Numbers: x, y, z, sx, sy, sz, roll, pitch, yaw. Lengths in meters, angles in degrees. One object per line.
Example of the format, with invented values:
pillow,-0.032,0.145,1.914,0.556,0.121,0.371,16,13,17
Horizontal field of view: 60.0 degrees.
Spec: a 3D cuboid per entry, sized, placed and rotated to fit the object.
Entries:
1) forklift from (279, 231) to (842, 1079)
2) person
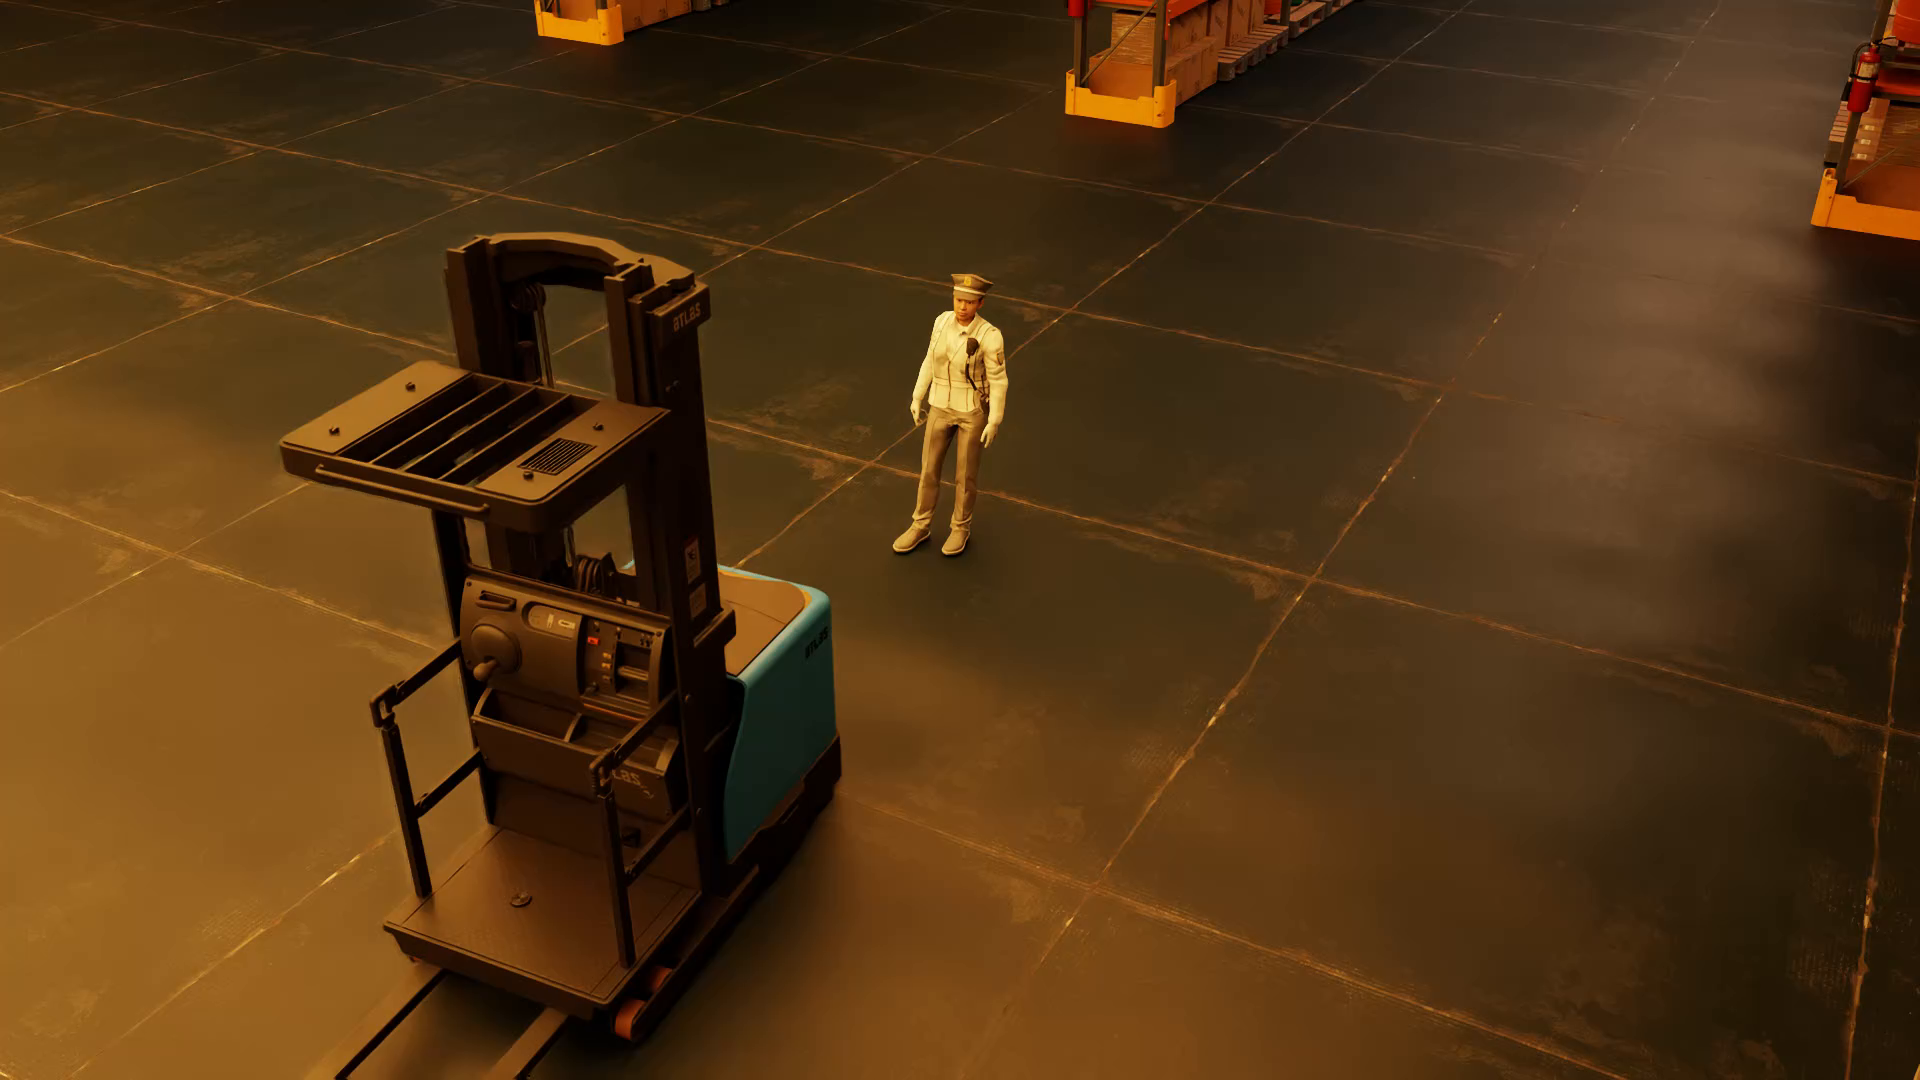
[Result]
forklift,-1.627,0.463,6.269,1.130,2.935,3.031,13,32,21
person,-0.039,-0.712,9.527,0.588,1.695,0.531,15,33,25
